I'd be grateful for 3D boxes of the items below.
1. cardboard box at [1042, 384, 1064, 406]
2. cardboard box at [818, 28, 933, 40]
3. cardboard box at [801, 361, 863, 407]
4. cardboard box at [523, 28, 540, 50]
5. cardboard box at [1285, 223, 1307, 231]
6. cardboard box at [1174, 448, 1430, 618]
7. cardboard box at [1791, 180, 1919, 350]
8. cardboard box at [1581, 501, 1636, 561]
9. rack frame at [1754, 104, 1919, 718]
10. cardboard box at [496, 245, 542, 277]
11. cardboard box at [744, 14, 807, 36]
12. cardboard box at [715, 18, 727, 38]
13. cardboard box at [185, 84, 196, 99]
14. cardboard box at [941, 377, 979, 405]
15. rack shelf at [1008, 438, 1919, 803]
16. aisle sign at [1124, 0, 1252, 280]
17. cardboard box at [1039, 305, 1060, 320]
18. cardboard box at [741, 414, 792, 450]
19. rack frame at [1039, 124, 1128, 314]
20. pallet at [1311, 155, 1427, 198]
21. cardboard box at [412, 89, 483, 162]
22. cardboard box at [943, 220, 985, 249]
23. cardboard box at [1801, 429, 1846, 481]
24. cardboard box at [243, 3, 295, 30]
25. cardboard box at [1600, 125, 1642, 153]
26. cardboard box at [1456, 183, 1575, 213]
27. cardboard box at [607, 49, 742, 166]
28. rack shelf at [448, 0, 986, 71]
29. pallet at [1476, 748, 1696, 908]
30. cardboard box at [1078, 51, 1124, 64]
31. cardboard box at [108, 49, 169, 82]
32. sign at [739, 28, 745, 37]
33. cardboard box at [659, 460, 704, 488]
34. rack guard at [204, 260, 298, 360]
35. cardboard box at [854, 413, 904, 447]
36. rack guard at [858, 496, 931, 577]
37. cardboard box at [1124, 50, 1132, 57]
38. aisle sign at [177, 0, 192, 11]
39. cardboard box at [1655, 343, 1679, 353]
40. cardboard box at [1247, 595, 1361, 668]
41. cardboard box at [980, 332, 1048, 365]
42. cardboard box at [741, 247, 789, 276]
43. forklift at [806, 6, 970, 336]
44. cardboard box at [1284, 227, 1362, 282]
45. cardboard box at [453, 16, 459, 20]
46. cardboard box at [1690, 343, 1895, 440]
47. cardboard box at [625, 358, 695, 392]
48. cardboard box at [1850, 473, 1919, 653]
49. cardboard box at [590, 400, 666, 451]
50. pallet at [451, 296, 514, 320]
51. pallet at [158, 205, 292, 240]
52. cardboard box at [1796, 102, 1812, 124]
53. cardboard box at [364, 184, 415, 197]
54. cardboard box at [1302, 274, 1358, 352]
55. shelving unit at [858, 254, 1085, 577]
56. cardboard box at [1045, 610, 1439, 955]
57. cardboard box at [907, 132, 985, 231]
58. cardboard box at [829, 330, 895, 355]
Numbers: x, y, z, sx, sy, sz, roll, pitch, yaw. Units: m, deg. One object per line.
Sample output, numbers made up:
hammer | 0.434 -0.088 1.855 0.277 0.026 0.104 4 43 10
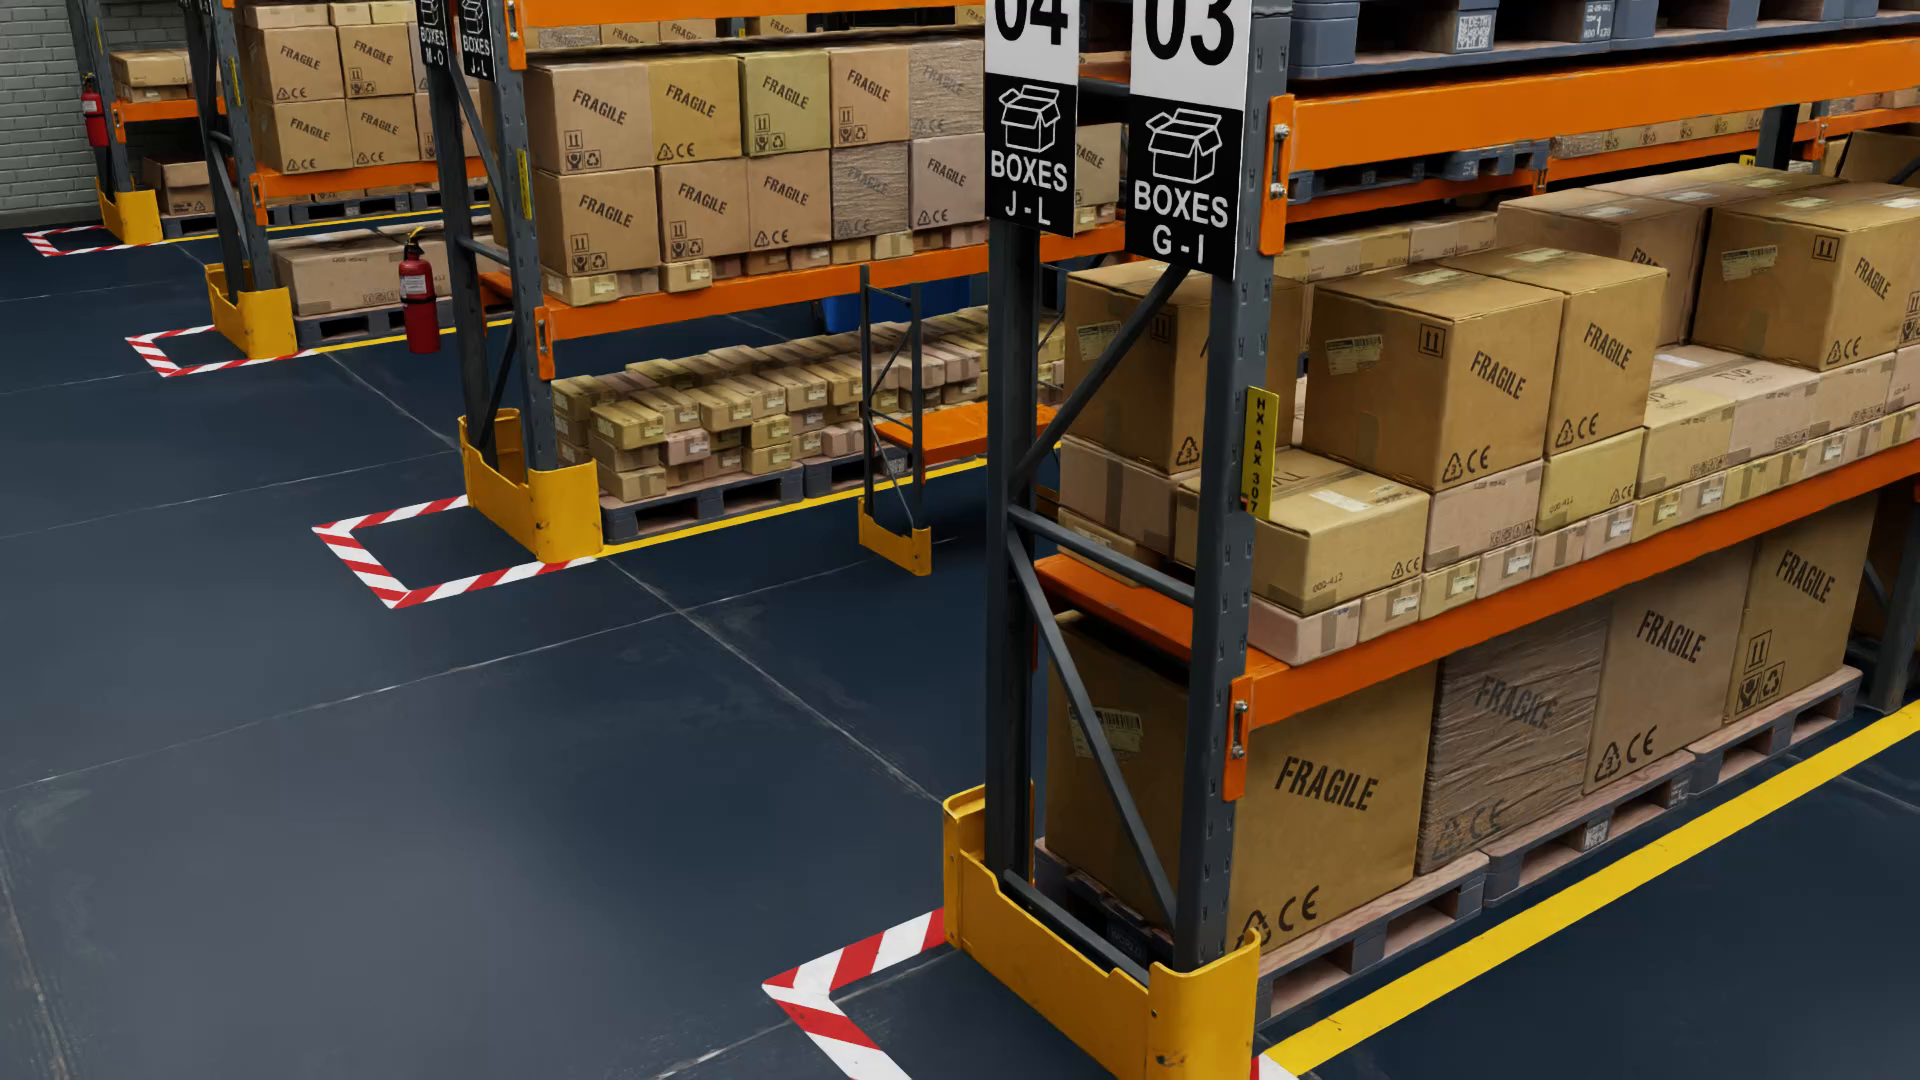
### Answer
cardboard box | 0.472 -0.974 10.571 0.250 0.149 0.380 -14 26 -31
cardboard box | -0.496 -2.730 9.805 0.500 0.500 0.500 -14 26 -32
cardboard box | -0.715 -0.905 9.595 0.250 0.149 0.380 -14 26 -32
cardboard box | -3.579 -3.788 12.859 0.500 0.500 0.500 -15 26 -33
cardboard box | 2.154 -2.167 12.075 0.500 0.250 0.500 -16 27 -35
cardboard box | 0.967 -0.033 4.733 0.500 0.250 0.500 -16 27 -34
cardboard box | 3.449 -1.045 6.256 0.500 0.500 0.500 -14 26 -31
cardboard box | 1.942 -0.082 5.393 0.250 0.149 0.380 -15 26 -33
rack frame | 3.666 -0.808 6.874 0.127 3.000 1.000 -15 26 -33
cardboard box | -2.296 -1.495 8.935 0.250 0.149 0.380 -15 26 -33
cardboard box | -1.596 -4.309 14.163 0.500 0.500 0.500 -15 26 -32
cardboard box | -1.905 -4.472 14.573 0.500 0.500 0.500 -14 26 -31
cardboard box | -7.471 -4.424 16.275 0.250 0.149 0.380 -15 26 -34
cardboard box | -0.094 -0.956 10.123 0.250 0.149 0.380 -14 26 -32
rack shelf | 2.043 -0.041 5.922 4.000 0.370 1.077 -15 26 -33
aisle sign | 0.536 -1.044 3.957 0.004 0.787 0.394 -15 26 -33
cardboard box | 0.451 -1.457 10.977 0.250 0.149 0.380 -14 26 -31
cardboard box | -1.146 -0.646 9.347 0.250 0.149 0.380 -14 26 -31
rack frame | 0.852 -2.322 10.668 0.127 3.000 1.000 -15 26 -33
pallet | 2.516 -2.658 11.769 1.213 0.211 1.003 -15 26 -33
cardboard box | -3.993 -3.210 12.758 0.500 0.500 0.500 -15 26 -33
cardboard box | -0.068 -1.828 9.770 0.250 0.149 0.380 -16 27 -35
cardboard box | 2.984 -0.360 6.089 0.250 0.149 0.380 -14 26 -32
cardboard box | -4.918 -3.729 11.835 0.250 0.149 0.380 -14 26 -32
cardboard box | 5.032 -3.361 13.137 0.500 0.500 0.500 -15 26 -33
cardboard box | 4.645 -2.443 13.439 0.750 0.750 1.050 -15 26 -34
cardboard box | -1.470 -2.234 8.561 0.500 0.500 0.500 -14 26 -31
rack shelf | -0.772 -2.948 9.160 4.000 0.370 1.077 -15 26 -33
pallet | 2.012 0.894 6.371 1.213 0.211 1.003 -15 26 -33
cardboard box | 0.628 -2.788 9.950 0.500 0.500 0.500 -16 27 -35
cardboard box | -8.052 -4.664 16.338 0.500 0.250 0.500 -14 26 -31
sign | -1.796 -4.061 13.752 0.005 0.325 0.100 -15 26 -33
cardboard box | -1.618 -0.425 9.195 0.250 0.149 0.380 -15 26 -33
rack guard | -5.388 -1.757 12.626 0.348 0.500 1.175 -15 26 -33
cardboard box | -0.535 -0.683 9.841 0.250 0.149 0.380 -15 26 -33
rack guard | -0.342 -0.025 8.621 0.087 0.250 0.587 -15 26 -33
cardboard box | 1.626 -5.062 16.433 0.500 0.500 0.500 -16 27 -34
aisle sign | -5.608 -4.209 11.888 0.004 0.787 0.394 -15 26 -33
cardboard box | 2.308 -0.633 6.238 0.500 0.250 0.500 -14 26 -32
cardboard box | 0.900 0.197 4.694 0.250 0.149 0.380 -15 26 -32
cardboard box | 0.333 -1.191 10.310 0.250 0.149 0.380 -15 26 -33
cardboard box | -1.144 -1.569 9.121 0.250 0.149 0.380 -15 26 -33
forklift | -0.613 -3.107 12.727 1.130 2.935 3.031 -3 22 -7
cardboard box | 2.453 -2.010 11.680 0.500 0.250 0.500 -14 26 -31
cardboard box | -3.857 -4.005 12.528 0.250 0.149 0.380 -15 26 -32
cardboard box | 3.042 -0.589 6.126 0.500 0.250 0.500 -14 26 -31
cardboard box | -1.740 -0.926 9.646 0.250 0.149 0.380 -16 27 -34
cardboard box | 4.174 -0.161 7.552 0.875 0.875 1.225 -15 26 -33
cardboard box | -1.772 -0.615 8.867 0.250 0.149 0.380 -16 27 -35
pallet | -3.775 -2.087 13.843 1.213 0.211 1.003 -15 26 -33
pallet | -7.562 -3.310 16.907 1.213 0.211 1.003 -15 26 -33
cardboard box | 7.078 -3.907 14.504 0.500 0.500 0.500 -15 26 -33
cardboard box | -6.159 -3.952 17.559 0.500 0.500 0.700 -16 27 -35
cardboard box | 2.452 -1.669 11.837 0.500 0.500 0.500 -14 26 -32
shelving unit | 0.062 -0.713 8.660 1.083 1.500 0.587 -15 26 -33
cardboard box | 0.892 0.687 5.427 0.875 0.875 0.875 -15 26 -33
cardboard box | -0.203 -2.098 9.569 0.500 0.500 0.500 -15 26 -33
cardboard box | -0.609 -1.168 10.253 0.250 0.149 0.380 -16 27 -35
